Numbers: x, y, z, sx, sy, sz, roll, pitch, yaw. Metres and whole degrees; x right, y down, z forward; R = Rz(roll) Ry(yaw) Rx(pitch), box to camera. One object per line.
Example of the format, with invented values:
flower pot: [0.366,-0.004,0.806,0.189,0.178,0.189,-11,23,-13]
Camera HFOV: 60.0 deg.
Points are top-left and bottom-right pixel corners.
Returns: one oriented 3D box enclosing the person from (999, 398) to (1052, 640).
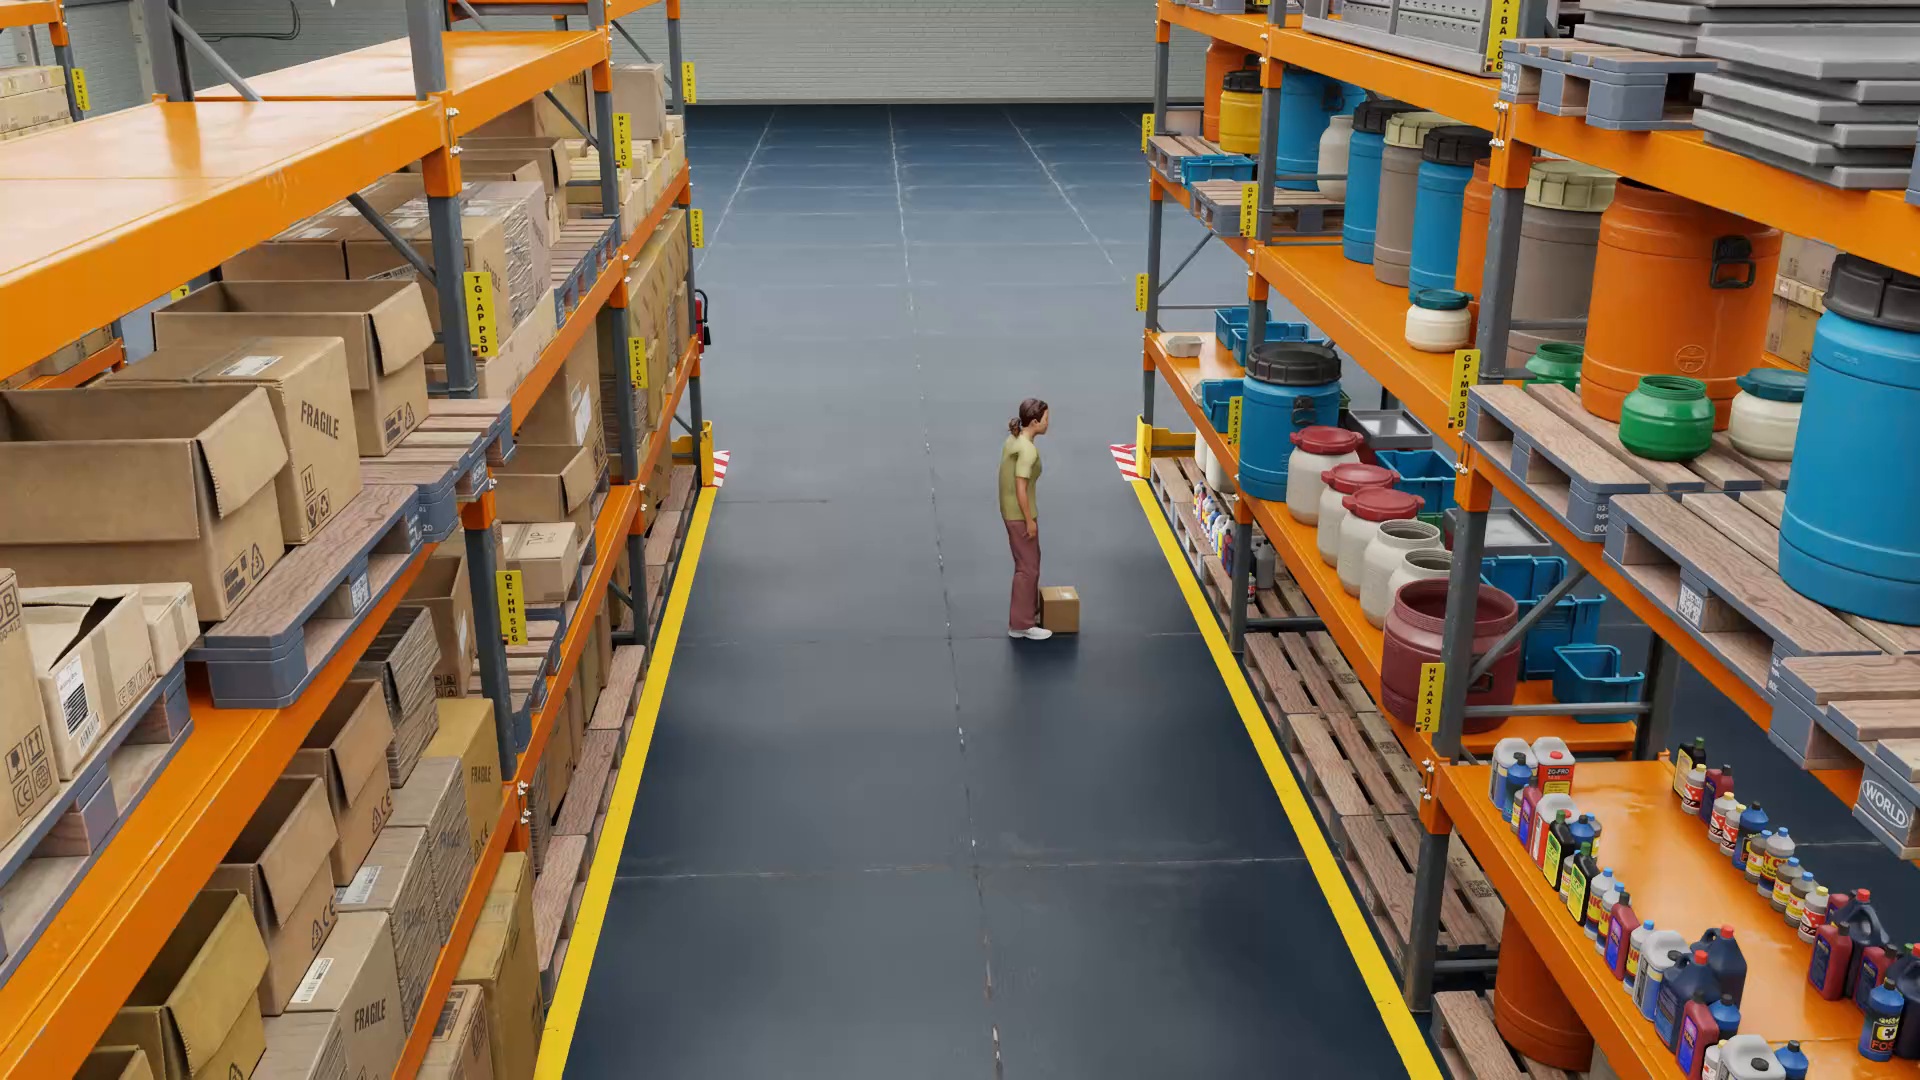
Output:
person: [0.479,-0.167,11.529,0.417,1.671,0.519,-2,21,-6]
